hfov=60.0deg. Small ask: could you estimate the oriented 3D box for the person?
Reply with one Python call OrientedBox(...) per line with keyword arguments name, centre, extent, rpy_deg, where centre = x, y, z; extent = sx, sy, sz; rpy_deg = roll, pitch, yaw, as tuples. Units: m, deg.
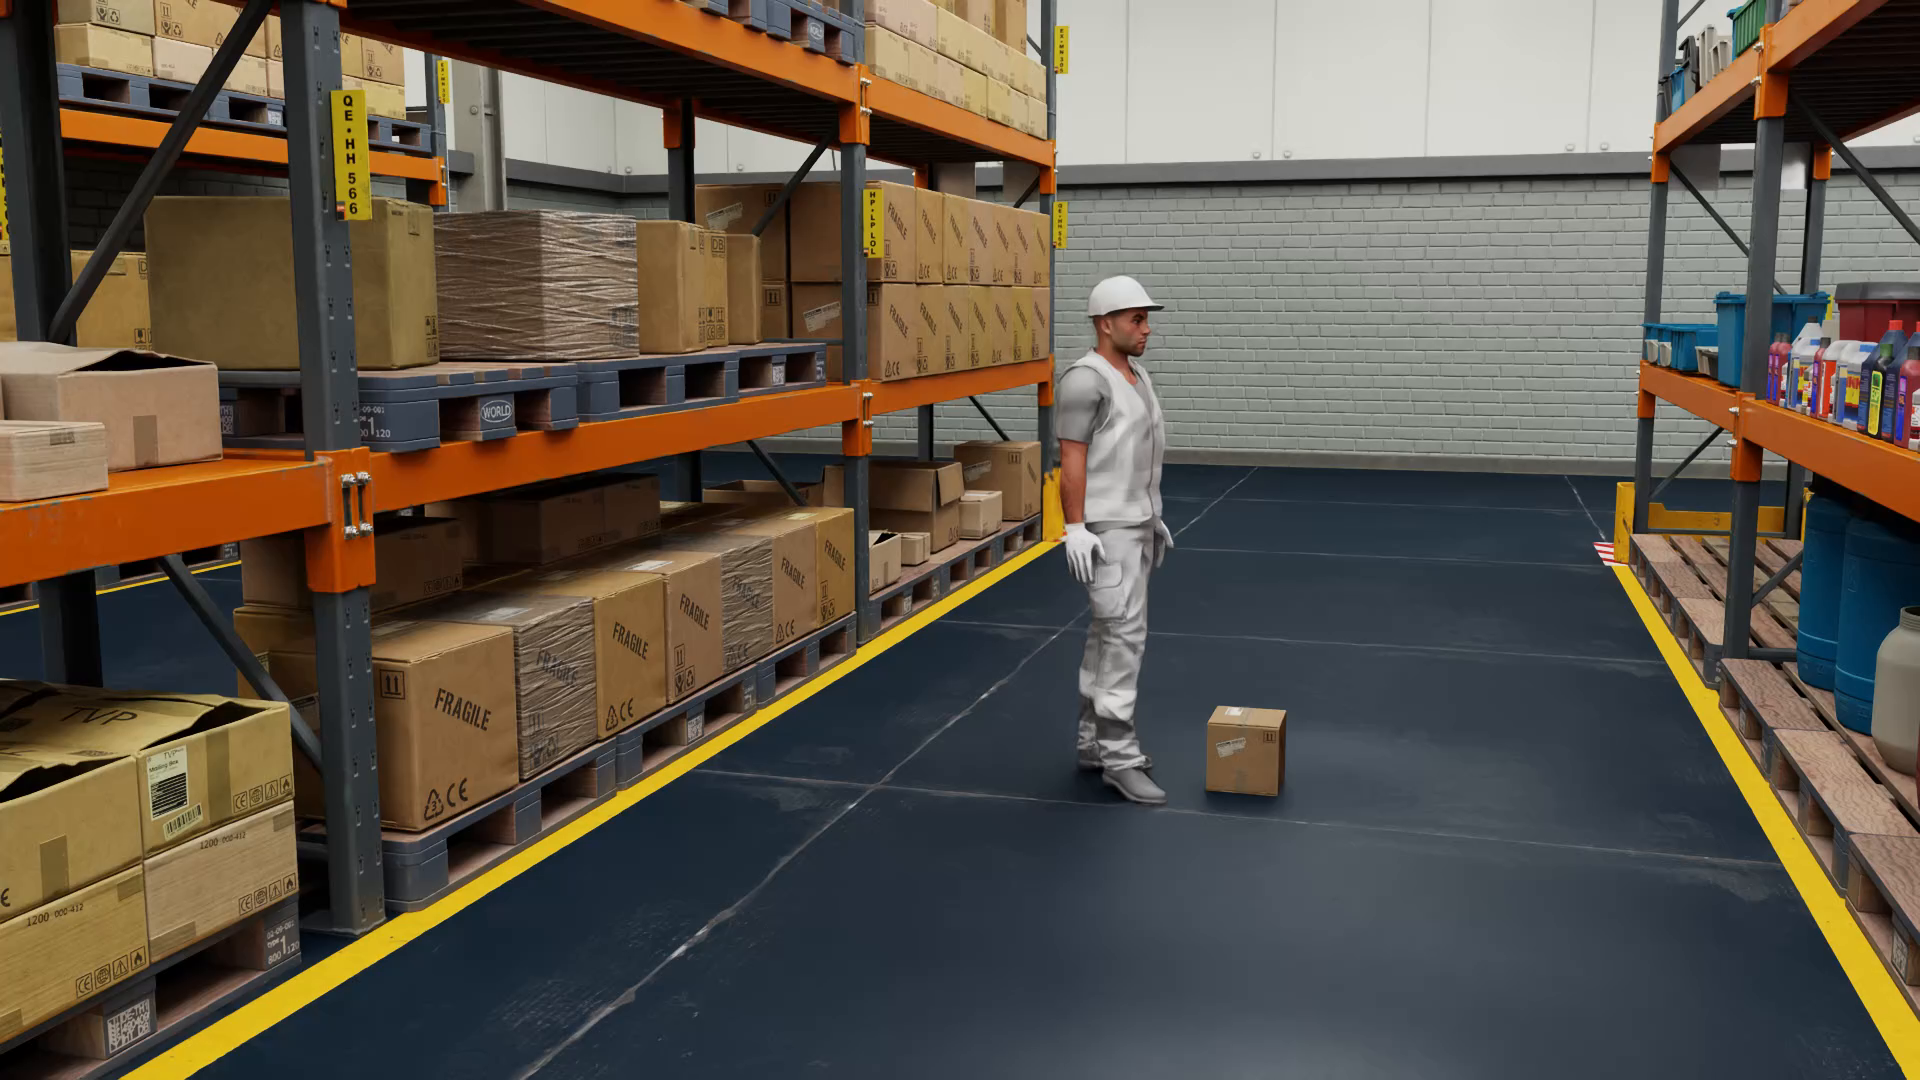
OrientedBox(name="person", centre=(0.613, -0.024, 5.903), extent=(0.483, 1.804, 0.577), rpy_deg=(4, 9, 28))
